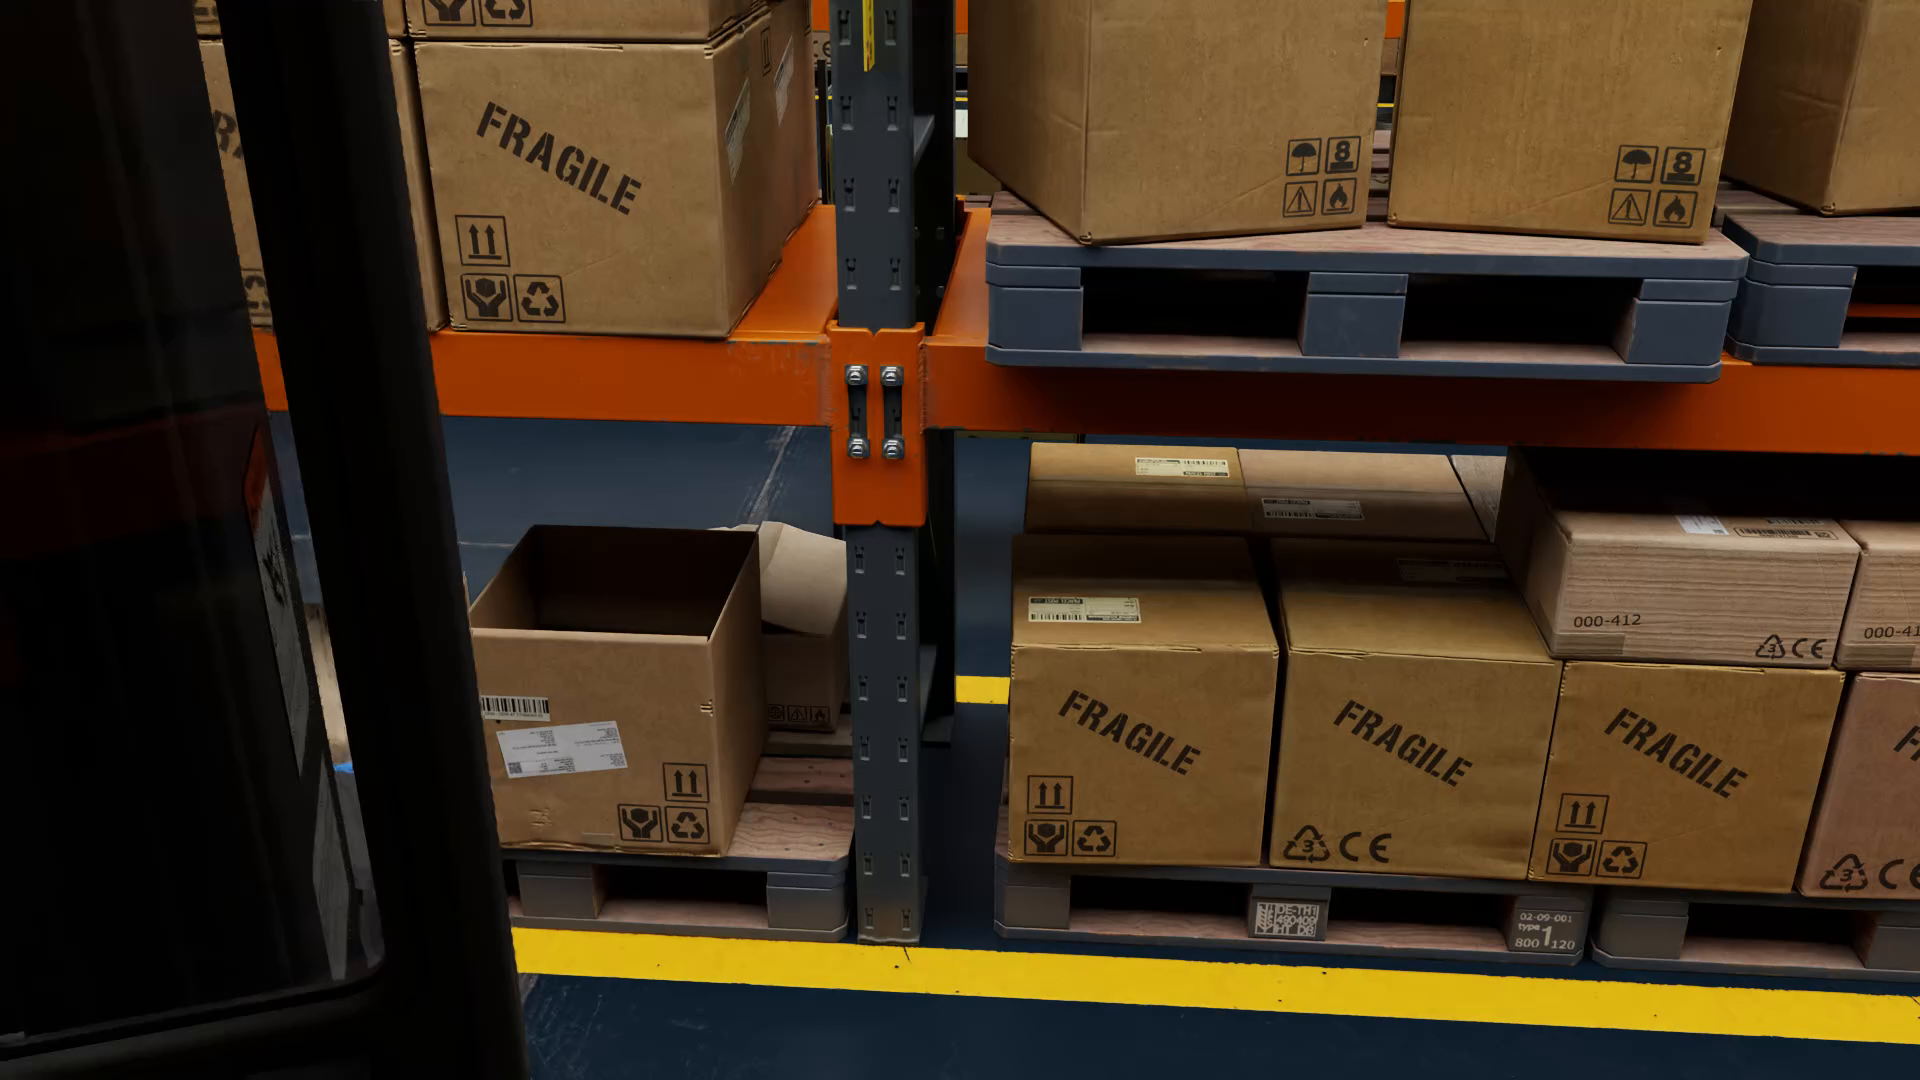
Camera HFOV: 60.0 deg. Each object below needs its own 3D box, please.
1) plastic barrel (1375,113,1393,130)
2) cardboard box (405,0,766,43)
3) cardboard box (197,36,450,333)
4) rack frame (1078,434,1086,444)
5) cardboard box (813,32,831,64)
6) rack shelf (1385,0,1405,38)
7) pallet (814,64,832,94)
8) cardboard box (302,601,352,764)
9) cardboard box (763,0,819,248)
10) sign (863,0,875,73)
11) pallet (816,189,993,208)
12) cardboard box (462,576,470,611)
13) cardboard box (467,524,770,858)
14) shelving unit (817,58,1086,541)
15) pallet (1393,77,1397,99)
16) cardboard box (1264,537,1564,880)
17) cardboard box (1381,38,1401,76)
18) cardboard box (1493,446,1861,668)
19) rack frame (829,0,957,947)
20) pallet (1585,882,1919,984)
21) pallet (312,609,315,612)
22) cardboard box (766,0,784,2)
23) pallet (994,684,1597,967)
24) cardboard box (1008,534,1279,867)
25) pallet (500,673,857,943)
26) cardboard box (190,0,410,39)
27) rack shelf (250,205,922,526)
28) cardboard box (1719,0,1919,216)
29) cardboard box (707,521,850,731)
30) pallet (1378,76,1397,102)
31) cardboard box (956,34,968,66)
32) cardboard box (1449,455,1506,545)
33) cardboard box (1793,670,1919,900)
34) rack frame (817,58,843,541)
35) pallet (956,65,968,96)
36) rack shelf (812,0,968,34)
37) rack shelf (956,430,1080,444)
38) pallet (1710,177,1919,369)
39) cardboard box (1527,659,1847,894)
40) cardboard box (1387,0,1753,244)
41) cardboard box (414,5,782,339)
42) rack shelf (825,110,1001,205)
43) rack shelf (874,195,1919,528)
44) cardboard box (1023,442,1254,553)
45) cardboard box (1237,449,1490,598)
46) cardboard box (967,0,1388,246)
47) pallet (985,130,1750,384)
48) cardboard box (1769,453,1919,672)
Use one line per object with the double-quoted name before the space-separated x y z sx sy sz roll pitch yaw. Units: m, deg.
"plastic barrel" 2.076 -1.756 7.952 0.421 0.512 0.421 0 25 0
"cardboard box" -0.634 -1.142 2.827 0.500 0.500 0.500 2 25 4
"cardboard box" -1.142 -0.704 3.072 0.500 0.500 0.500 3 25 5
"rack frame" 0.372 -0.669 4.911 0.023 1.500 0.400 2 25 4
"cardboard box" -0.897 -4.171 12.766 0.875 0.875 0.875 2 25 4
"rack shelf" 2.267 -2.407 7.754 4.000 0.370 1.077 2 25 4
"pallet" -1.320 -3.690 13.018 1.213 0.211 1.003 2 25 4
"cardboard box" -1.448 0.364 3.561 0.500 0.311 0.500 2 25 4
"cardboard box" -0.597 -0.909 3.517 0.500 0.500 0.500 2 25 5
"sign" -0.144 -0.900 2.583 0.005 0.325 0.100 2 25 4
"pallet" -0.463 -1.539 8.341 1.213 0.211 1.003 2 25 4
"cardboard box" -1.375 0.227 4.032 0.250 0.166 0.380 2 25 4
"cardboard box" -0.700 0.302 3.469 0.500 0.500 0.500 2 25 4
"shelving unit" 0.007 -0.681 4.936 0.755 1.500 0.431 2 25 4
"pallet" 3.860 -3.524 12.656 1.213 0.211 1.003 2 25 4
"cardboard box" 0.886 0.332 3.405 0.500 0.500 0.500 2 25 5
"cardboard box" 3.066 -4.022 12.443 0.875 0.875 1.225 2 25 4
"cardboard box" 1.351 0.010 3.206 0.500 0.250 0.500 2 25 4
"rack frame" -0.110 -0.734 3.256 0.127 3.000 1.000 2 25 4
"pallet" 1.924 0.581 3.734 1.213 0.211 1.003 2 25 4
"pallet" -2.014 0.473 3.970 1.213 0.211 1.003 2 25 4
"cardboard box" -0.558 -1.366 3.314 0.500 0.500 0.500 2 25 5
"pallet" 0.704 0.543 3.817 1.213 0.211 1.003 2 25 4
"cardboard box" 0.354 0.319 3.432 0.500 0.500 0.500 1 25 2
"pallet" -0.795 0.511 3.888 1.213 0.211 1.003 2 25 4
"cardboard box" -1.145 -1.157 2.860 0.500 0.500 0.500 1 25 3
"rack shelf" -2.104 -0.471 3.545 4.000 0.370 1.077 2 25 4
"cardboard box" 1.656 -0.939 3.080 0.500 0.500 0.700 -4 25 -9
"cardboard box" -0.512 0.184 3.951 0.500 0.311 0.500 2 25 4
"pallet" 2.647 -3.564 12.744 1.213 0.211 1.003 2 25 4
"cardboard box" 0.000 -4.142 12.703 0.875 0.875 0.875 2 25 4
"cardboard box" 1.396 0.134 3.835 0.500 0.500 0.500 2 25 5
"cardboard box" 1.888 0.367 3.328 0.500 0.500 0.500 1 25 2
"rack frame" -0.358 -0.693 4.962 0.023 1.500 0.400 2 25 4
"pallet" -0.100 -3.652 12.935 1.213 0.211 1.003 2 25 4
"rack shelf" -1.721 -2.535 8.032 4.000 0.370 1.077 2 25 4
"rack shelf" 0.007 -0.385 5.072 0.720 0.370 0.431 2 25 4
"pallet" 1.939 -0.579 3.149 1.213 0.211 1.003 2 25 4
"cardboard box" 1.384 0.351 3.364 0.500 0.500 0.500 2 25 5
"cardboard box" 1.036 -0.866 2.921 0.500 0.500 0.700 6 25 12
"cardboard box" -0.628 -0.688 3.037 0.500 0.500 0.500 2 25 5
"rack shelf" 0.007 -1.036 4.773 0.720 0.370 0.431 2 25 4
"rack shelf" 1.884 -0.343 3.267 4.000 0.370 1.077 2 25 4
"cardboard box" 0.404 0.098 3.912 0.500 0.500 0.500 2 25 4
"cardboard box" 0.896 0.118 3.870 0.500 0.500 0.500 2 25 4
"cardboard box" 0.345 -0.861 2.912 0.500 0.500 0.700 -6 25 -14
"pallet" 0.678 -0.575 3.142 1.213 0.211 1.003 2 25 4
"cardboard box" 1.851 0.026 3.171 0.500 0.250 0.500 1 25 3
